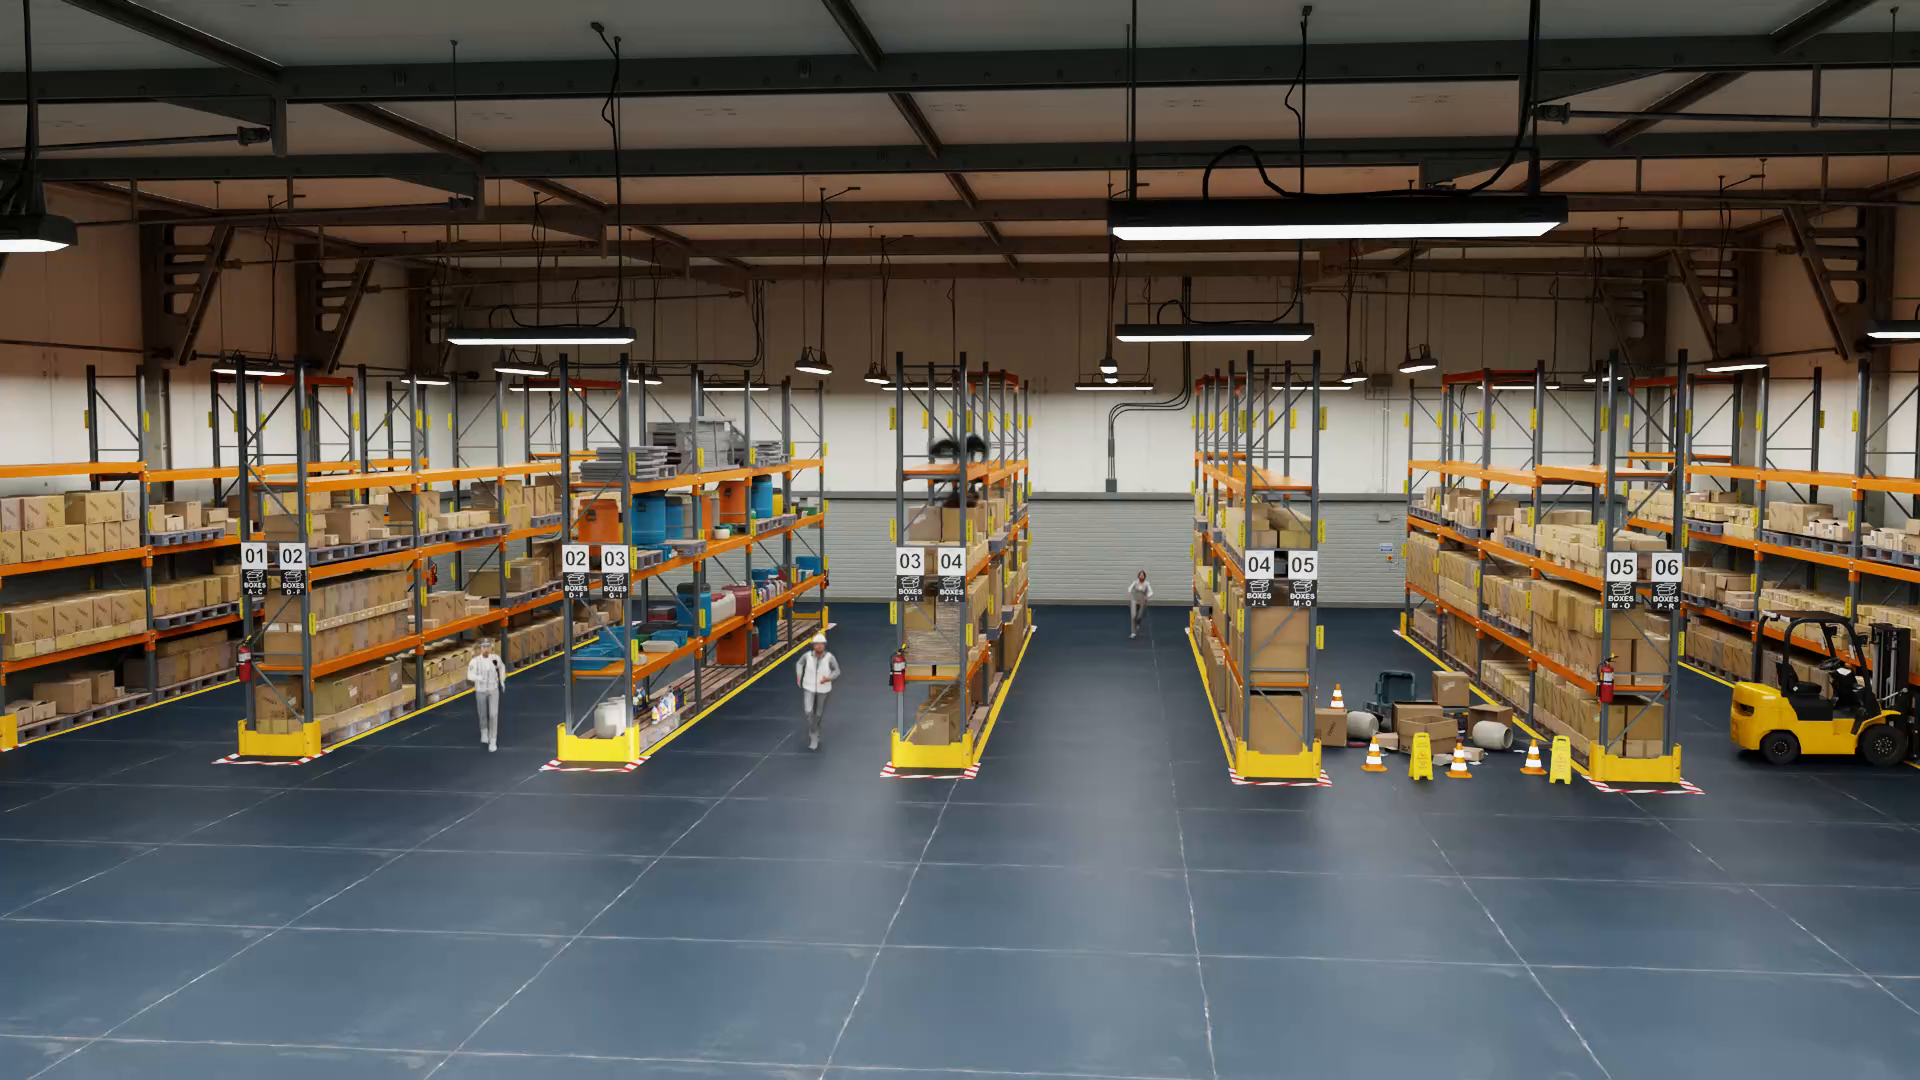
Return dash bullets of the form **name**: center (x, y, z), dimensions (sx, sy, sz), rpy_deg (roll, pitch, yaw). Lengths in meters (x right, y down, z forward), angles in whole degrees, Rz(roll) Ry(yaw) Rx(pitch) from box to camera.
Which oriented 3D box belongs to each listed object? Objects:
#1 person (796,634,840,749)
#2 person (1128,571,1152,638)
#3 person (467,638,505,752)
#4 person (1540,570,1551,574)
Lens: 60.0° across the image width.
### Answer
- **person**: center (-2.190, 2.326, 25.729), dimensions (0.688, 1.790, 0.764), rpy_deg (0, 4, -1)
- **person**: center (4.199, 1.490, 38.808), dimensions (0.580, 1.561, 0.621), rpy_deg (1, 4, 15)
- **person**: center (-7.241, 2.350, 25.438), dimensions (0.554, 1.745, 0.831), rpy_deg (-1, 4, -15)
- **person**: center (13.332, 1.470, 37.506), dimensions (0.703, 1.749, 0.998), rpy_deg (-3, 5, -32)
